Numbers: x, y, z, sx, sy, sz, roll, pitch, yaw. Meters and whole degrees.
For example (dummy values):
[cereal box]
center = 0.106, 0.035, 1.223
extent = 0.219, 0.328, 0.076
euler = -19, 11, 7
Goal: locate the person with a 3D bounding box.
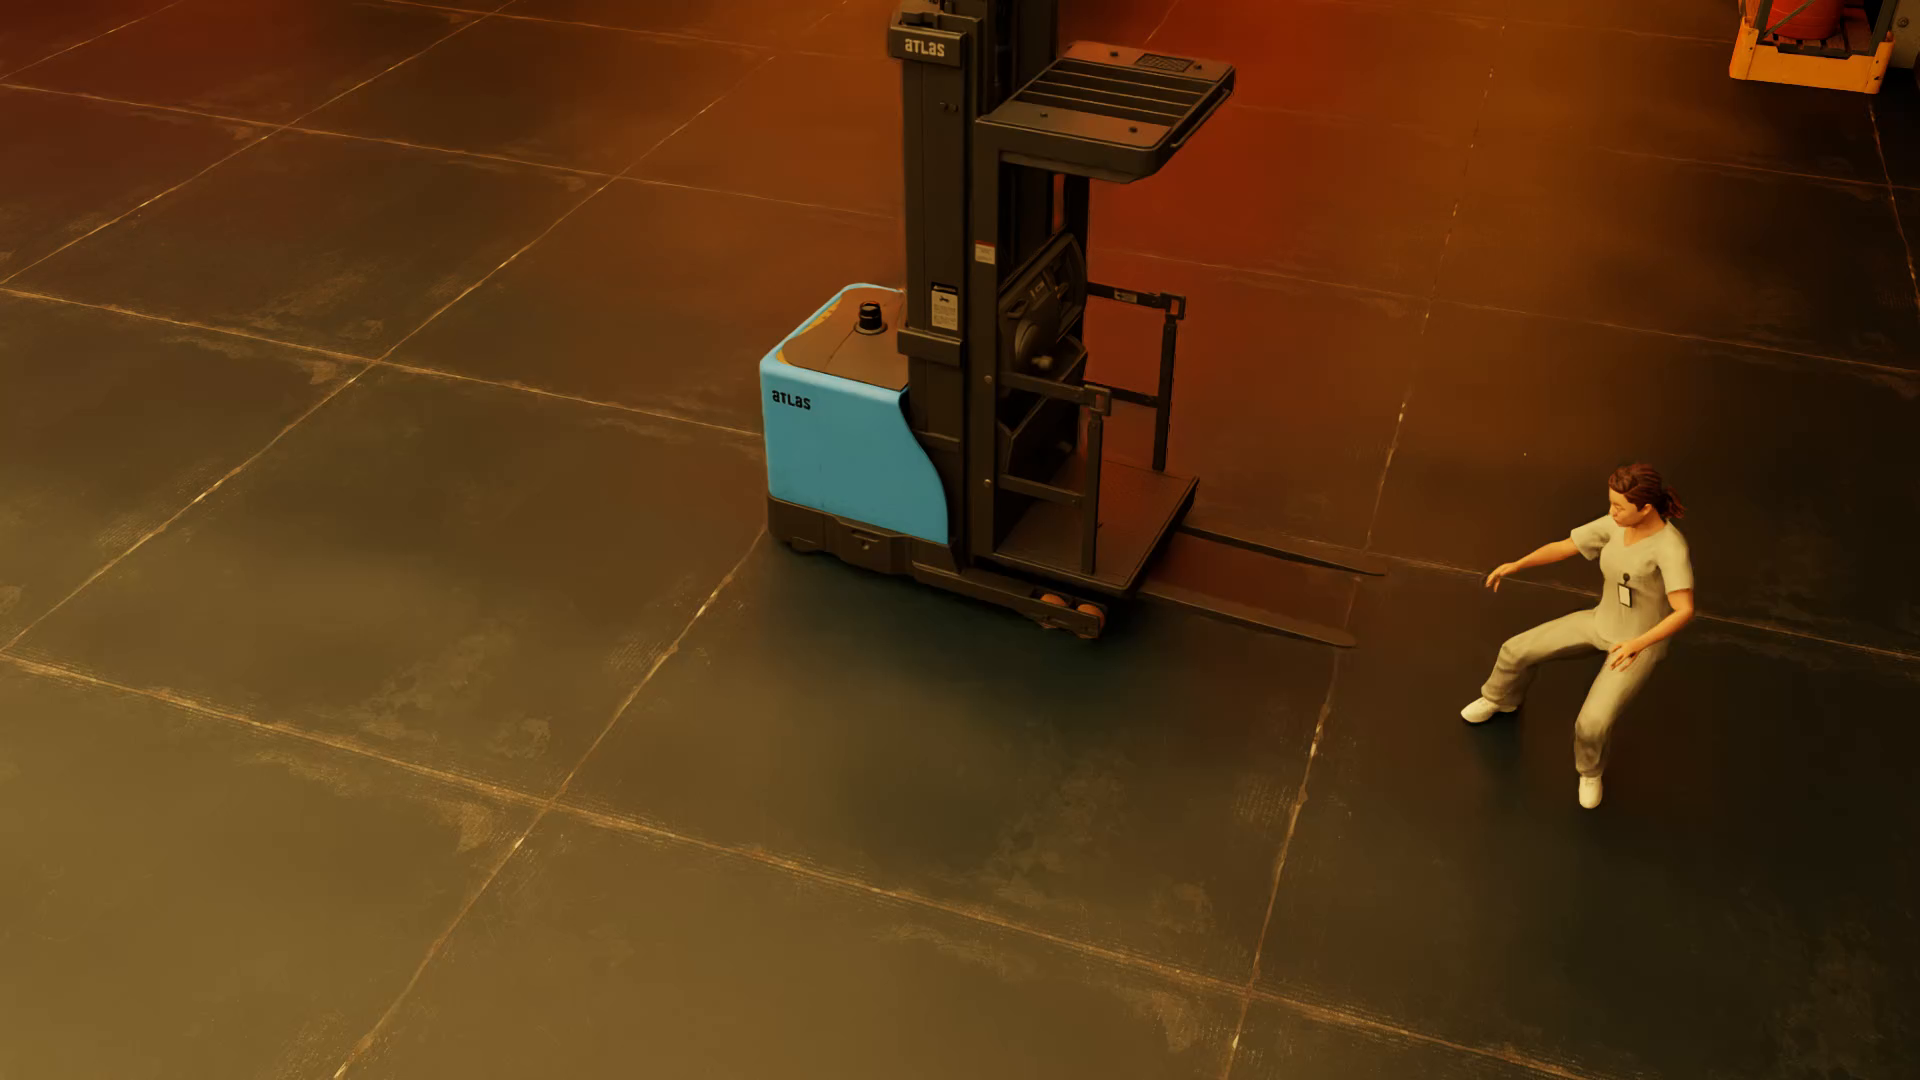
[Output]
[person]
center = 2.560, 0.371, 6.841
extent = 0.703, 1.479, 0.872
euler = -10, 36, -13

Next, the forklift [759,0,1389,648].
[forklift]
center = 0.568, -1.071, 7.622
extent = 3.031, 2.935, 1.130
euler = 15, 38, 20
